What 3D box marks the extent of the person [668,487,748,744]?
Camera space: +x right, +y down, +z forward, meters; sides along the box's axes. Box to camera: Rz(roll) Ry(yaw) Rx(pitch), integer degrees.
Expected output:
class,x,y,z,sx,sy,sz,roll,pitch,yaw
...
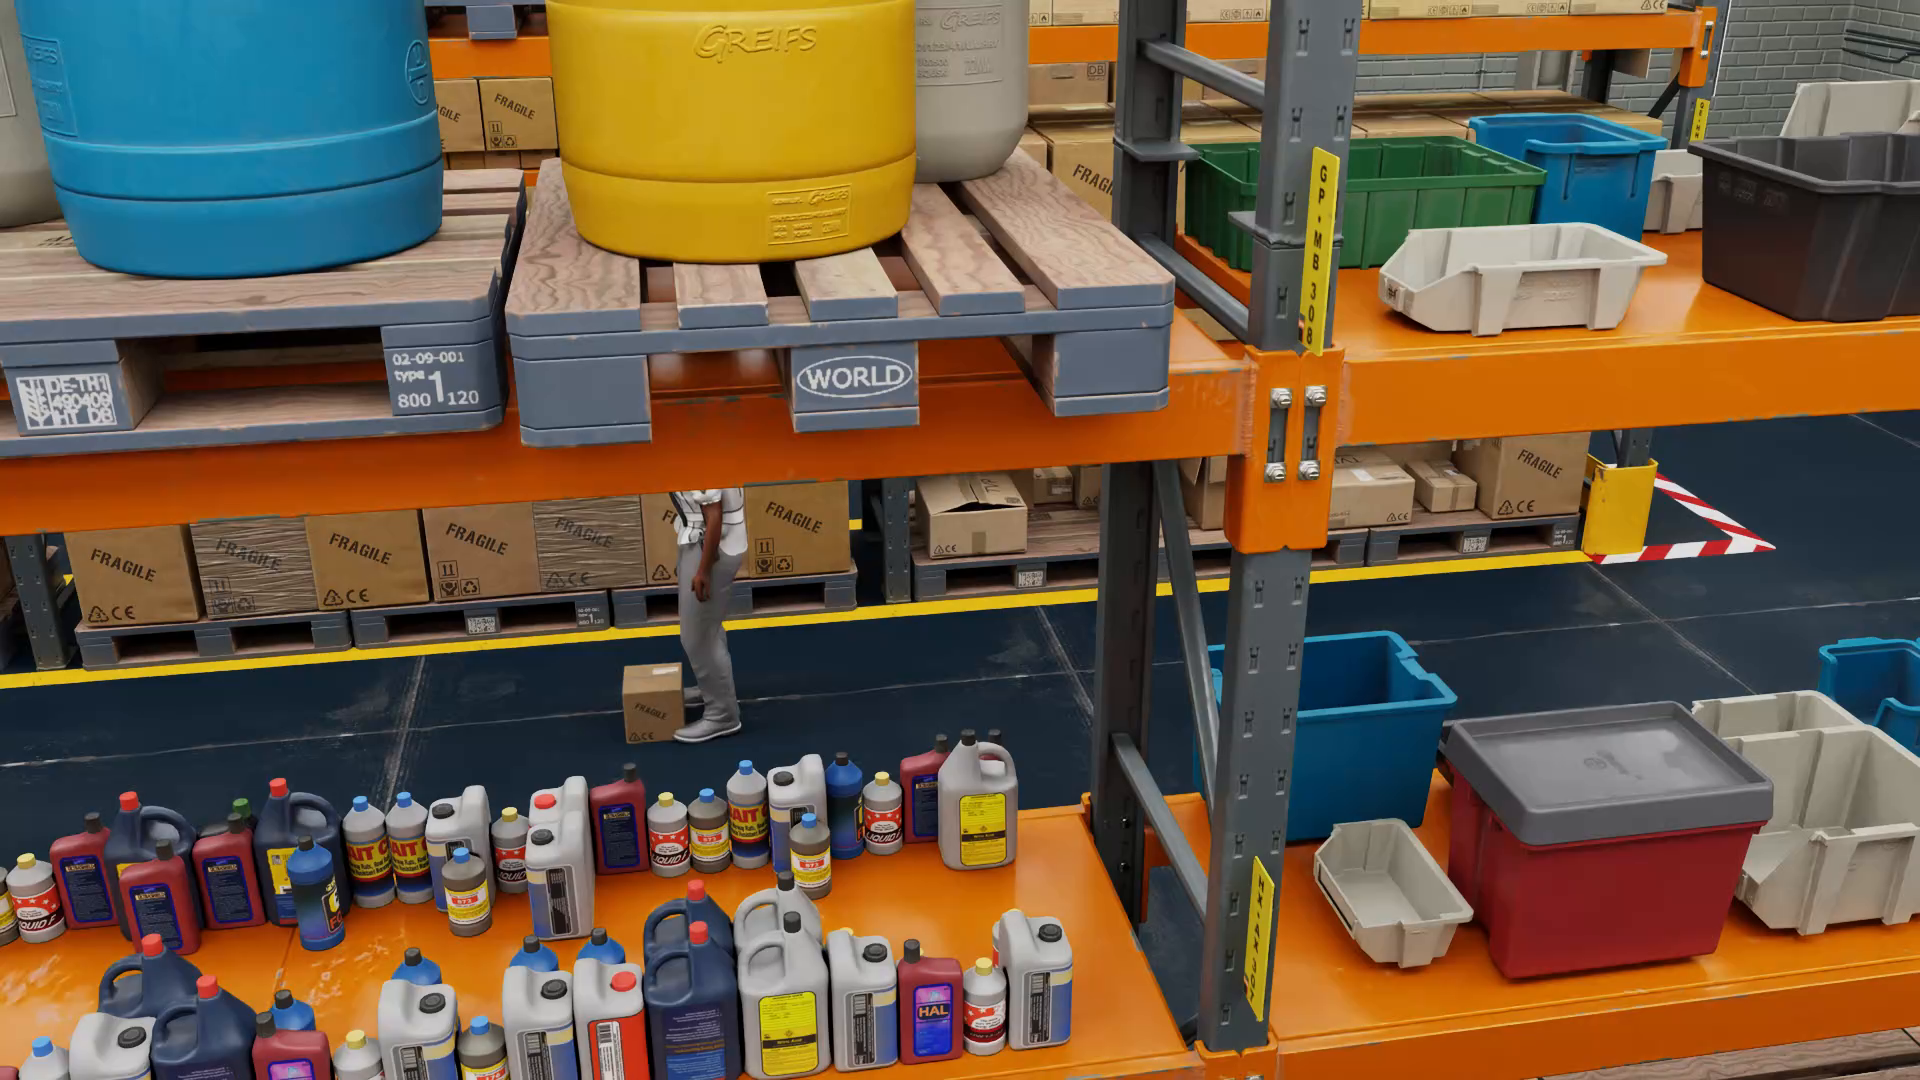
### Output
class,x,y,z,sx,sy,sz,roll,pitch,yaw
person,-1.098,0.041,7.009,0.397,1.656,0.518,-5,24,-12
